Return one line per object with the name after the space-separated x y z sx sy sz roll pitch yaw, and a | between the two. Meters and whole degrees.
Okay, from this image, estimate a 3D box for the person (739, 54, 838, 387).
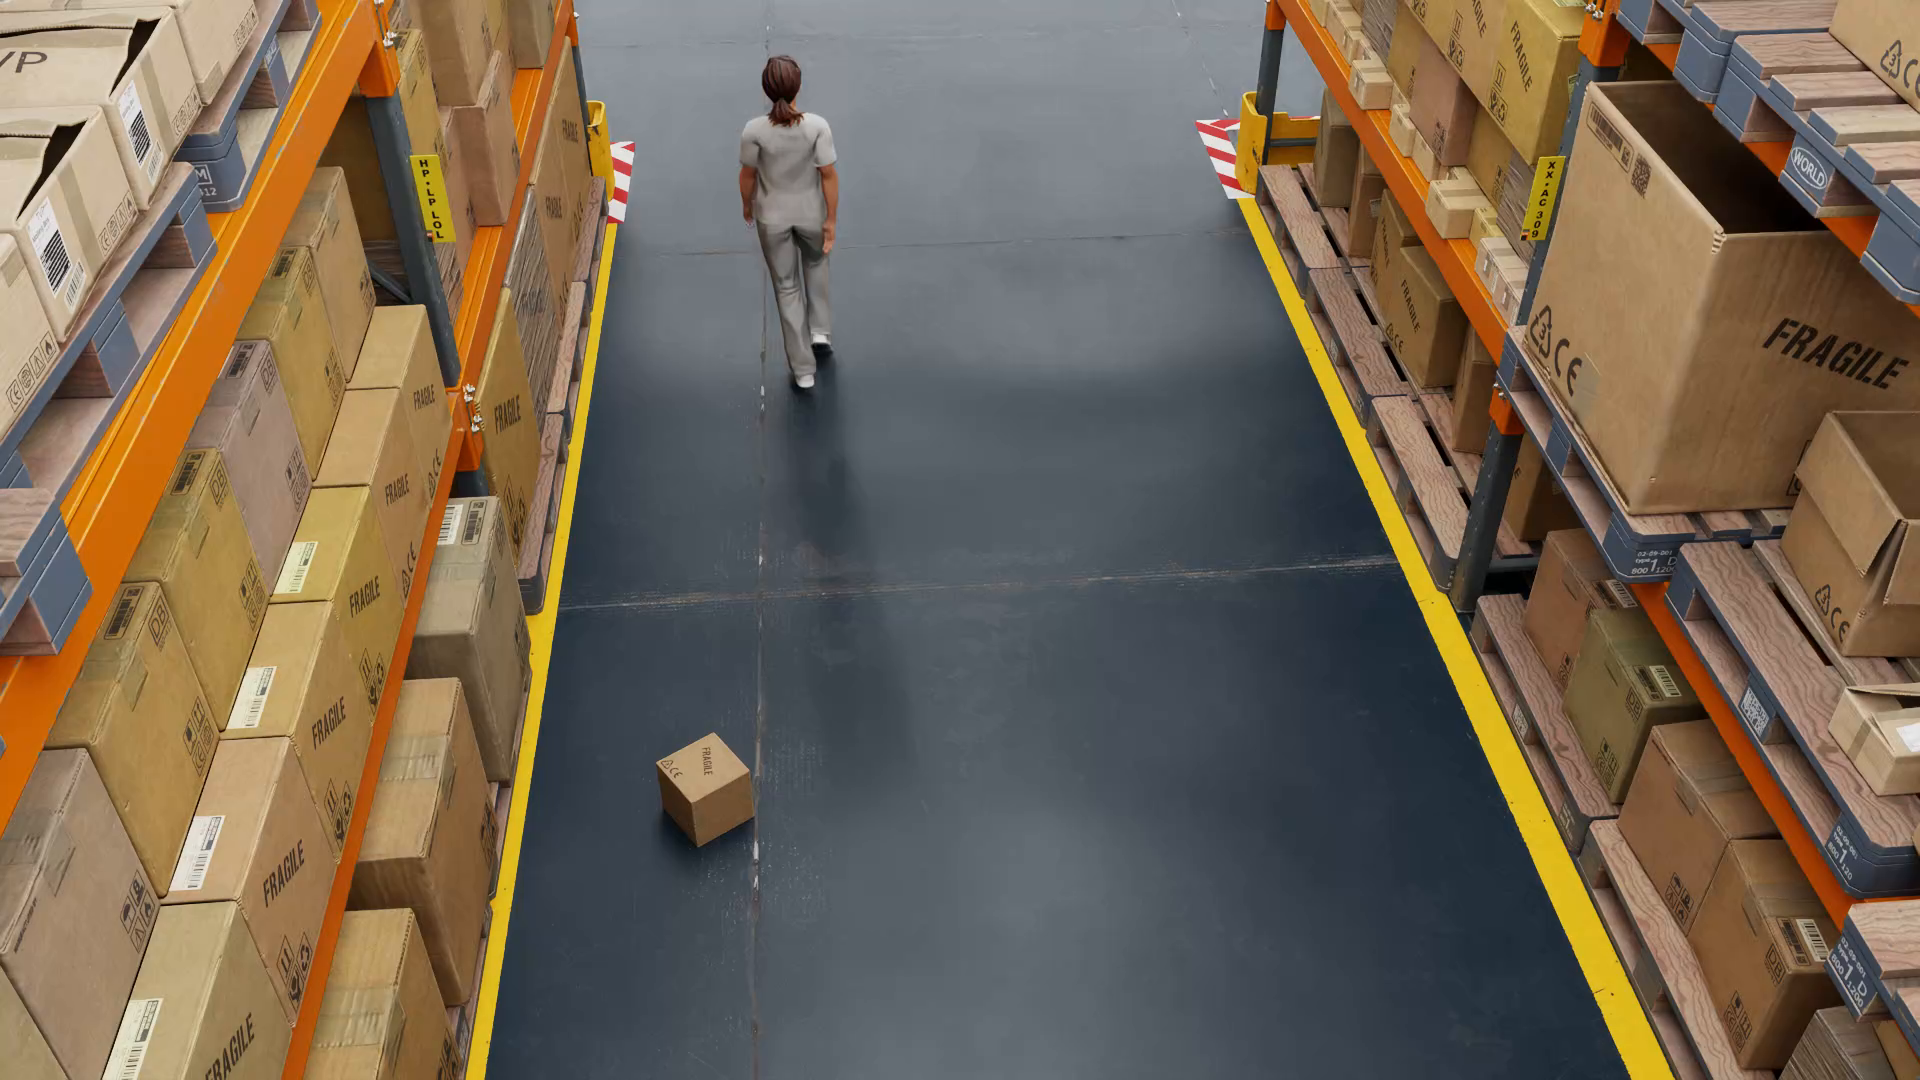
-0.818 -1.538 8.053 0.457 1.726 0.578 -7 40 -9 | person
